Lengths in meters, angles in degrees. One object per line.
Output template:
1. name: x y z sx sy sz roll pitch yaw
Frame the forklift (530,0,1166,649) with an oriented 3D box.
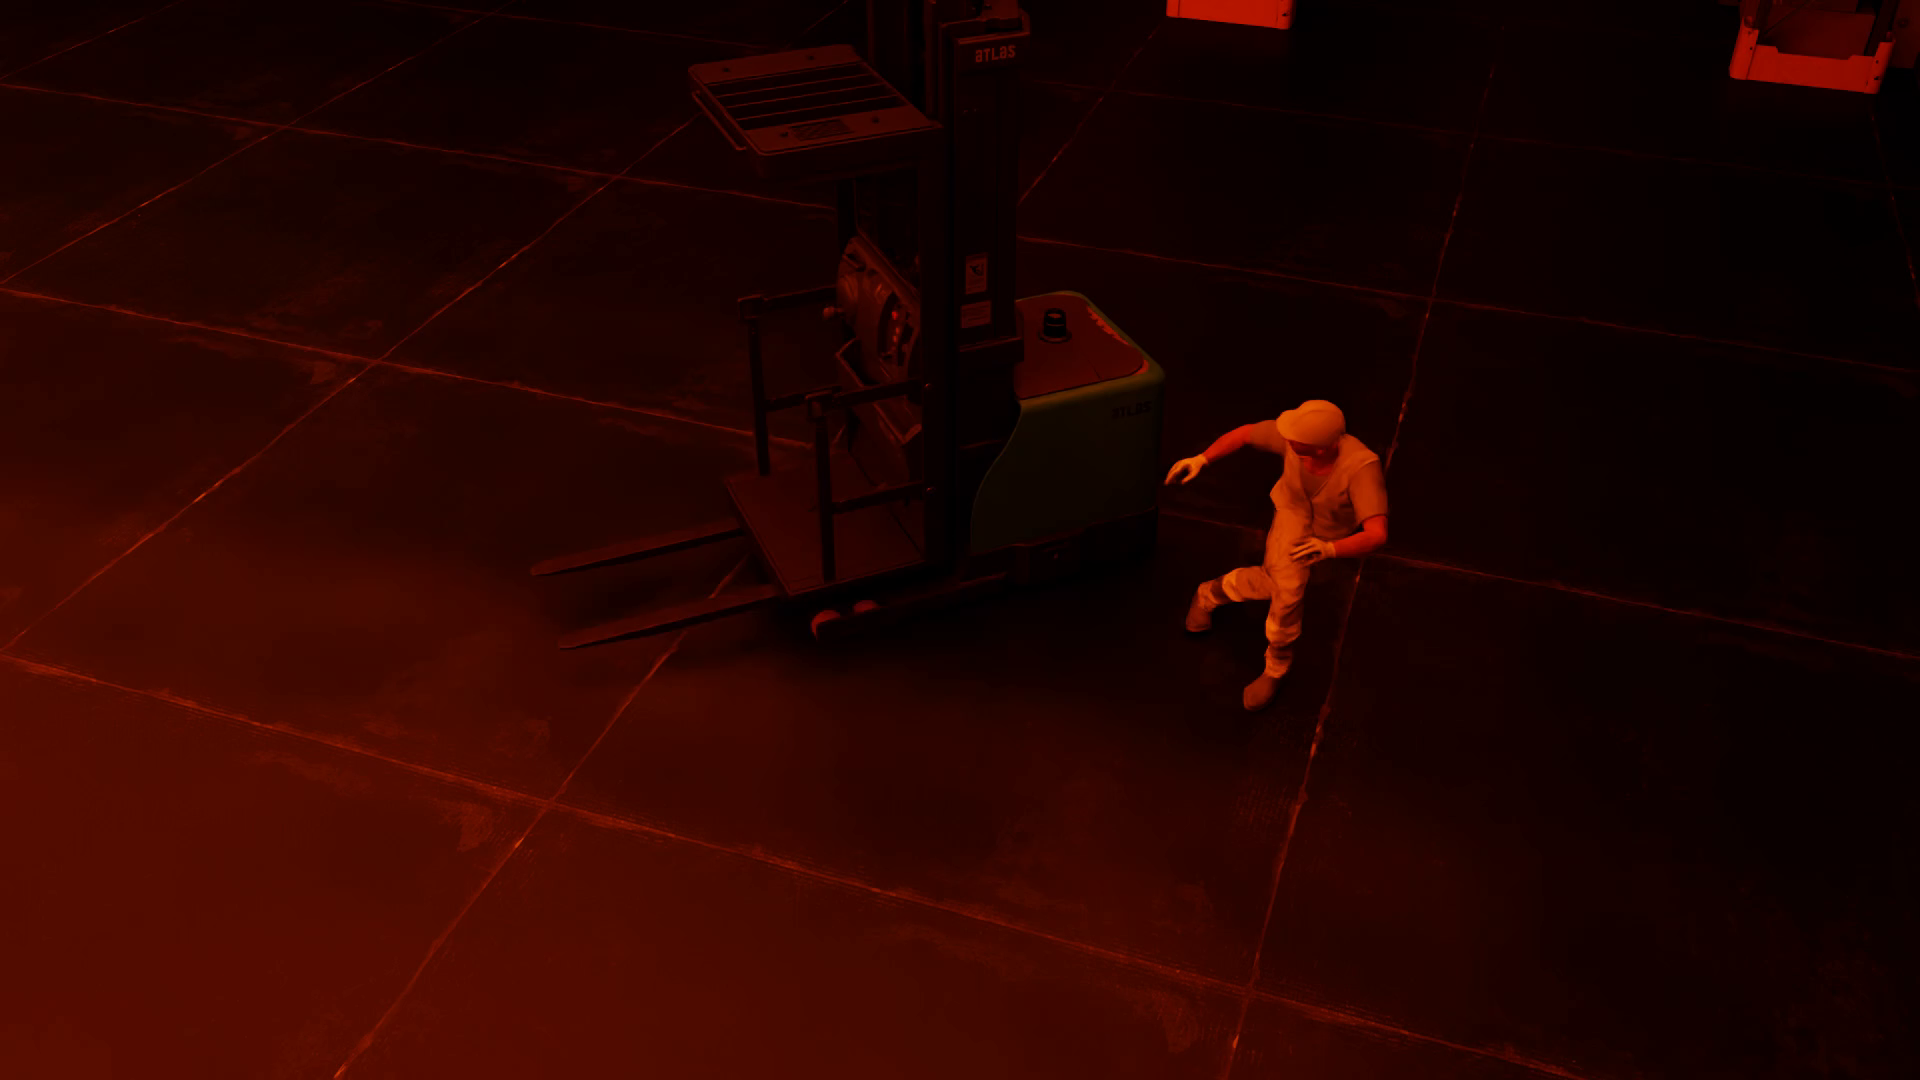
1. forklift: -0.564 -1.044 7.583 3.031 2.935 1.130 -14 38 -19

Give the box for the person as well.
1. person: 1.356 0.008 7.292 1.000 1.517 0.946 11 37 15
